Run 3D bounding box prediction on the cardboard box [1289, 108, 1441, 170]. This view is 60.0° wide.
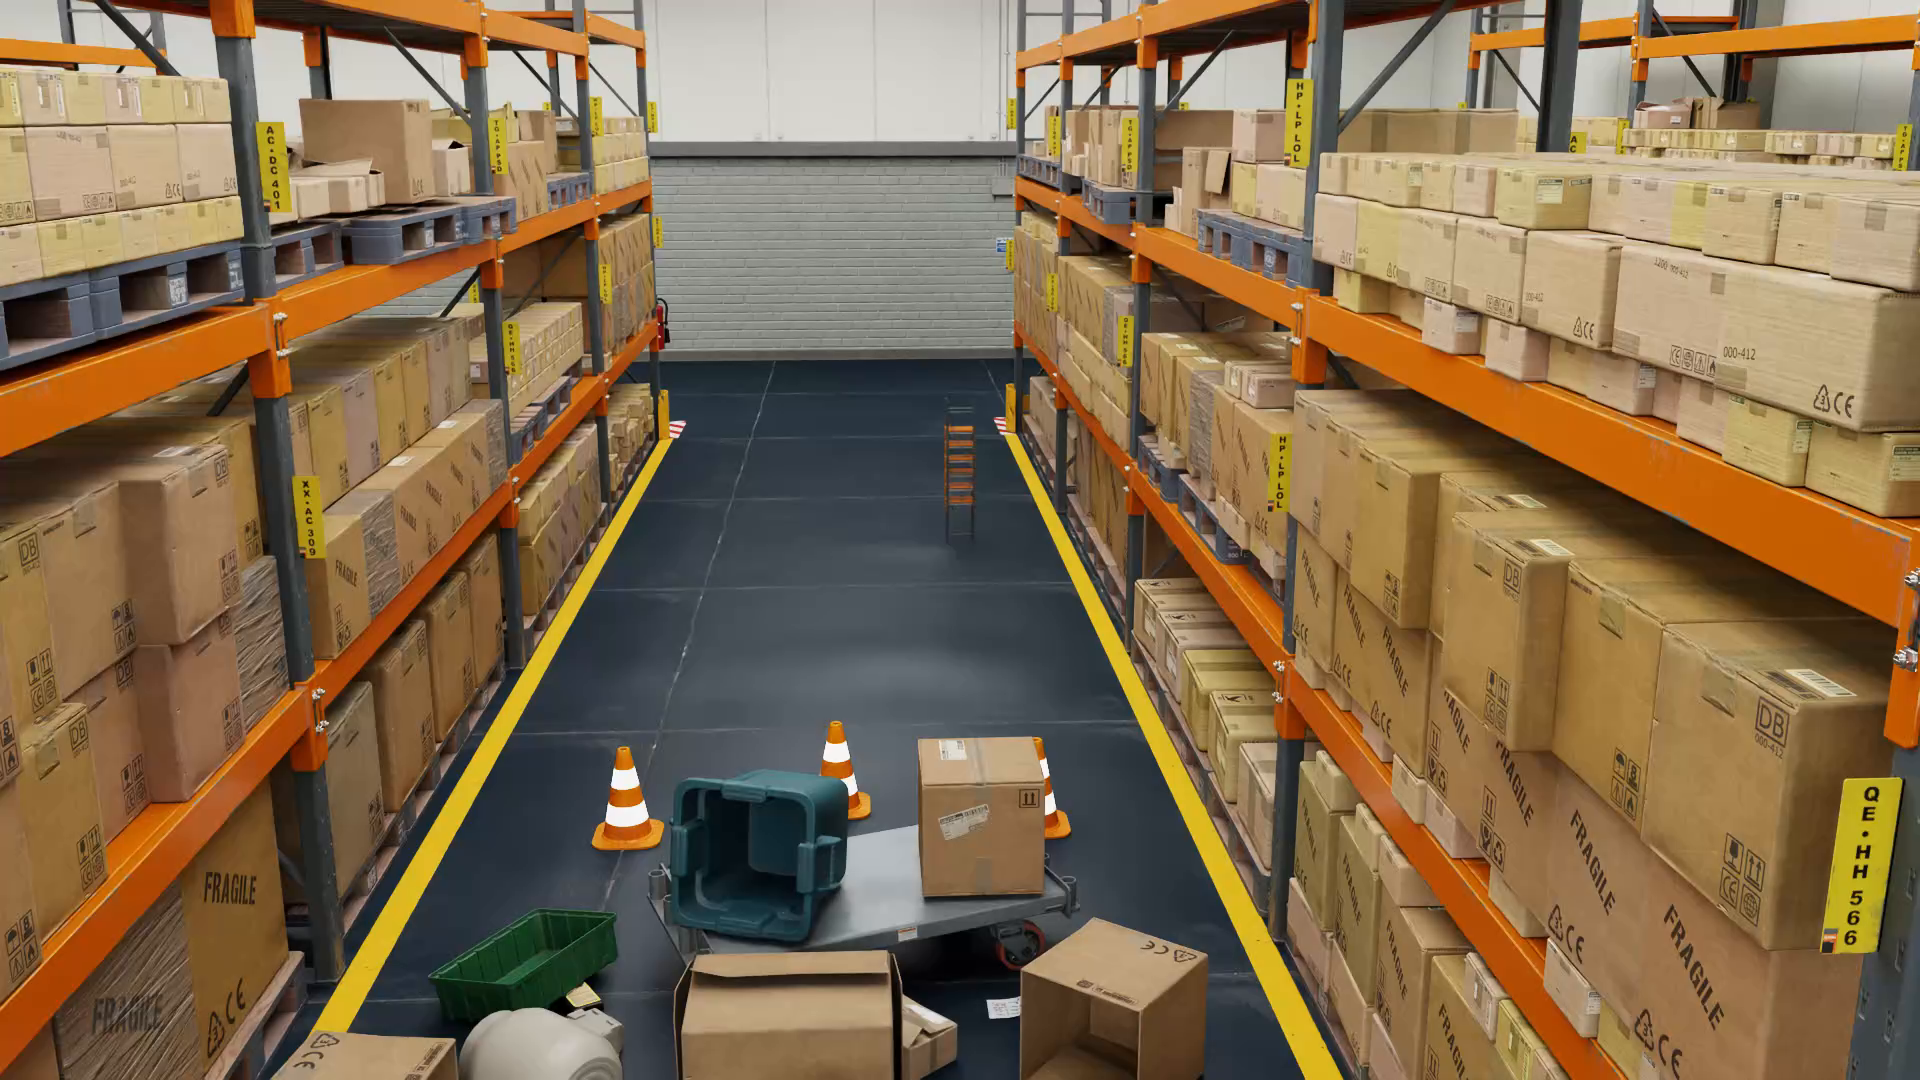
[{"bbox_3d":[1.694,-1.690,7.009,0.500,0.250,0.500,-1,14,-2],"label":"cardboard box"}]

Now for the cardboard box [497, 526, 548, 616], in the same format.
[{"bbox_3d":[-3.114,0.212,11.356,0.500,0.500,0.500,-2,15,-6],"label":"cardboard box"}]

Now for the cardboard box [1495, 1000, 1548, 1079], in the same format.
[{"bbox_3d":[1.693,1.376,4.528,0.380,0.149,0.250,-1,14,-3],"label":"cardboard box"}]

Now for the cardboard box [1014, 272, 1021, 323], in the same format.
[{"bbox_3d":[0.857,-2.631,18.031,0.500,0.500,0.500,-1,14,-4],"label":"cardboard box"}]

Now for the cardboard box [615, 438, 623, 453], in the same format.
[{"bbox_3d":[-3.440,-0.929,15.900,0.380,0.149,0.250,0,14,-1],"label":"cardboard box"}]

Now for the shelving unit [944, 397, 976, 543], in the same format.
[{"bbox_3d":[0.001,-0.577,13.863,0.258,1.200,0.189,-1,14,-3],"label":"shelving unit"}]

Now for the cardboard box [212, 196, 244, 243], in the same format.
[{"bbox_3d":[-2.735,-1.117,5.791,0.380,0.149,0.250,-1,14,-4],"label":"cardboard box"}]

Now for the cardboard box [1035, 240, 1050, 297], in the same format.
[{"bbox_3d":[0.992,-2.610,15.943,0.500,0.500,0.500,-1,14,-3],"label":"cardboard box"}]

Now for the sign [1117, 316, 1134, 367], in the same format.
[{"bbox_3d":[1.056,-1.268,10.611,0.100,0.325,0.005,-1,14,-3],"label":"sign"}]

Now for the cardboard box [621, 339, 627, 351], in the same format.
[{"bbox_3d":[-3.394,-1.891,15.859,0.380,0.149,0.250,0,14,-1],"label":"cardboard box"}]

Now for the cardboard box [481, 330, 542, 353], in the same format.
[{"bbox_3d":[-3.243,-1.430,12.031,0.380,0.149,0.250,0,14,-2],"label":"cardboard box"}]

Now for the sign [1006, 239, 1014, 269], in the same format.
[{"bbox_3d":[0.559,-3.157,18.380,0.100,0.325,0.005,-1,14,-3],"label":"sign"}]

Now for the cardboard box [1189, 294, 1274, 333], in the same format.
[{"bbox_3d":[1.823,-1.376,11.147,0.500,0.500,0.500,-1,14,-5],"label":"cardboard box"}]

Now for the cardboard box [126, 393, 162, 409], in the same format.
[{"bbox_3d":[-8.601,-1.343,16.649,0.875,0.875,0.875,-1,14,-3],"label":"cardboard box"}]

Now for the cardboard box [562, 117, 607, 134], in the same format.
[{"bbox_3d":[-3.412,-3.760,15.099,0.380,0.149,0.250,-1,14,-5],"label":"cardboard box"}]

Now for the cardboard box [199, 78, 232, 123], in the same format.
[{"bbox_3d":[-2.736,-1.503,5.690,0.380,0.149,0.250,-1,14,-4],"label":"cardboard box"}]

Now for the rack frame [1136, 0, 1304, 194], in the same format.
[{"bbox_3d":[1.609,-3.622,10.045,1.000,3.000,0.127,-1,14,-3],"label":"rack frame"}]

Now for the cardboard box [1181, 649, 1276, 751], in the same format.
[{"bbox_3d":[1.729,0.865,9.074,0.950,0.372,0.625,0,14,-2],"label":"cardboard box"}]

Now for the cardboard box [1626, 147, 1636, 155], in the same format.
[{"bbox_3d":[5.937,-3.291,14.240,0.380,0.149,0.250,-1,14,-3],"label":"cardboard box"}]

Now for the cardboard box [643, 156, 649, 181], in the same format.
[{"bbox_3d":[-3.528,-3.876,17.351,0.500,0.250,0.500,-1,14,-5],"label":"cardboard box"}]

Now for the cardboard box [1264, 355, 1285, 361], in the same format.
[{"bbox_3d":[1.990,-0.750,9.281,0.500,0.500,0.500,-2,15,-7],"label":"cardboard box"}]

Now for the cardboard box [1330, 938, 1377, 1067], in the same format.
[{"bbox_3d":[1.669,1.690,6.114,0.500,0.250,0.500,0,14,0],"label":"cardboard box"}]

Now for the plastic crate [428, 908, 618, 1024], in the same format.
[{"bbox_3d":[-1.759,1.737,6.785,0.450,0.188,0.662,-4,11,28],"label":"plastic crate"}]

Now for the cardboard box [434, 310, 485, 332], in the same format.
[{"bbox_3d":[-3.971,-1.742,13.243,0.380,0.149,0.250,-1,14,-3],"label":"cardboard box"}]

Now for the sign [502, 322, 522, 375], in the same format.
[{"bbox_3d":[-2.771,-1.185,10.290,0.100,0.325,0.005,-1,14,-3],"label":"sign"}]

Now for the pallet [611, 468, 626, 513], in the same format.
[{"bbox_3d":[-3.650,-0.426,15.258,1.003,0.211,1.213,-1,14,-3],"label":"pallet"}]

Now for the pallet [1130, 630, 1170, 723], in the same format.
[{"bbox_3d":[1.656,0.828,10.384,1.003,0.211,1.213,-1,14,-3],"label":"pallet"}]

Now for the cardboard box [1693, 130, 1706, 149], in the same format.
[{"bbox_3d":[6.074,-3.180,13.209,0.380,0.149,0.250,-1,14,-3],"label":"cardboard box"}]

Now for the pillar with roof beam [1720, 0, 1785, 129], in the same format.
[{"bbox_3d":[2.875,-4.815,14.681,9.100,9.000,0.400,-1,14,-3],"label":"pillar with roof beam"}]

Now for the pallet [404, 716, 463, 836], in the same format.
[{"bbox_3d":[-3.279,1.235,8.802,1.003,0.211,1.213,-1,14,-3],"label":"pallet"}]

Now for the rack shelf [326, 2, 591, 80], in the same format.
[{"bbox_3d":[-3.449,-3.476,11.723,1.077,0.370,4.000,-1,14,-3],"label":"rack shelf"}]

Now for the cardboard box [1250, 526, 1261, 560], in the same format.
[{"bbox_3d":[1.551,0.007,7.642,0.380,0.149,0.250,-1,14,-5],"label":"cardboard box"}]

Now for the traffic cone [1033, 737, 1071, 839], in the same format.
[{"bbox_3d":[0.383,1.220,8.356,0.336,0.463,0.334,-1,14,-3],"label":"traffic cone"}]

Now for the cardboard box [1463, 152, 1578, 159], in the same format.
[{"bbox_3d":[2.095,-1.364,6.191,0.380,0.149,0.250,-1,14,-2],"label":"cardboard box"}]

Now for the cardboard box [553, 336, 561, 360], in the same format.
[{"bbox_3d":[-3.285,-1.480,12.823,0.380,0.149,0.250,-2,15,-6],"label":"cardboard box"}]

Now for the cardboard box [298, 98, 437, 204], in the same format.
[{"bbox_3d":[-2.938,-1.940,8.283,0.500,0.500,0.500,-1,14,-3],"label":"cardboard box"}]

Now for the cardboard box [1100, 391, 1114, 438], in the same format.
[{"bbox_3d":[1.271,-0.893,11.777,0.500,0.250,0.500,-1,14,-2],"label":"cardboard box"}]

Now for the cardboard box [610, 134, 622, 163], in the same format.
[{"bbox_3d":[-3.407,-3.605,15.295,0.500,0.250,0.500,-1,14,-2],"label":"cardboard box"}]

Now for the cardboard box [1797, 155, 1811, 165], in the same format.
[{"bbox_3d":[6.289,-2.706,12.006,0.380,0.149,0.250,-1,14,-3],"label":"cardboard box"}]

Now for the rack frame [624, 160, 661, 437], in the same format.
[{"bbox_3d":[-3.821,-2.605,18.130,1.000,3.000,0.127,-1,14,-3],"label":"rack frame"}]

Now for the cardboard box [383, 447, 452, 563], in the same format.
[{"bbox_3d":[-2.933,-0.180,8.505,0.500,0.500,0.500,-1,14,-3],"label":"cardboard box"}]

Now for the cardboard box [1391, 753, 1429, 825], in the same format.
[{"bbox_3d":[1.626,0.801,5.396,0.380,0.149,0.250,-1,14,-3],"label":"cardboard box"}]

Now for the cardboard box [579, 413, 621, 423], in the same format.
[{"bbox_3d":[-3.483,-1.137,16.109,0.380,0.149,0.250,-1,15,-6],"label":"cardboard box"}]

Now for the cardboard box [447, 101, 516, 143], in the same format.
[{"bbox_3d":[-3.107,-2.720,10.822,0.396,0.266,0.258,-1,14,-3],"label":"cardboard box"}]

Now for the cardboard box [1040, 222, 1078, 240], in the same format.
[{"bbox_3d":[0.978,-3.010,16.195,0.380,0.149,0.250,-1,14,-3],"label":"cardboard box"}]

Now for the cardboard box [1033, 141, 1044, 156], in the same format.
[{"bbox_3d":[0.952,-4.015,17.052,0.380,0.149,0.250,0,14,-1],"label":"cardboard box"}]

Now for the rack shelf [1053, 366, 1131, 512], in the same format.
[{"bbox_3d":[1.485,-0.866,12.815,1.077,0.370,4.000,-1,14,-3],"label":"rack shelf"}]

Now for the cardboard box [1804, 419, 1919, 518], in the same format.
[{"bbox_3d":[1.804,-0.143,3.045,0.380,0.149,0.250,-1,14,-3],"label":"cardboard box"}]

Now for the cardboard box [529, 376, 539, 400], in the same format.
[{"bbox_3d":[-3.222,-1.078,11.859,0.380,0.149,0.250,0,14,-2],"label":"cardboard box"}]

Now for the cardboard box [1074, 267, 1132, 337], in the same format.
[{"bbox_3d":[1.190,-1.879,13.104,0.500,0.500,0.500,-1,14,-5],"label":"cardboard box"}]

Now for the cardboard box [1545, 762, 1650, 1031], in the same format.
[{"bbox_3d":[1.770,0.825,4.002,0.500,0.500,0.500,-1,14,-3],"label":"cardboard box"}]

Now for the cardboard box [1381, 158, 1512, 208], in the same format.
[{"bbox_3d":[1.593,-1.160,5.399,0.380,0.149,0.250,-1,14,-4],"label":"cardboard box"}]

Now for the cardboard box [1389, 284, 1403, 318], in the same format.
[{"bbox_3d":[1.718,-0.846,5.778,0.380,0.149,0.250,-1,14,-3],"label":"cardboard box"}]

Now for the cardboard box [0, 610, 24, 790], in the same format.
[{"bbox_3d":[-2.839,0.409,3.948,0.875,0.550,0.550,-1,14,-3],"label":"cardboard box"}]
